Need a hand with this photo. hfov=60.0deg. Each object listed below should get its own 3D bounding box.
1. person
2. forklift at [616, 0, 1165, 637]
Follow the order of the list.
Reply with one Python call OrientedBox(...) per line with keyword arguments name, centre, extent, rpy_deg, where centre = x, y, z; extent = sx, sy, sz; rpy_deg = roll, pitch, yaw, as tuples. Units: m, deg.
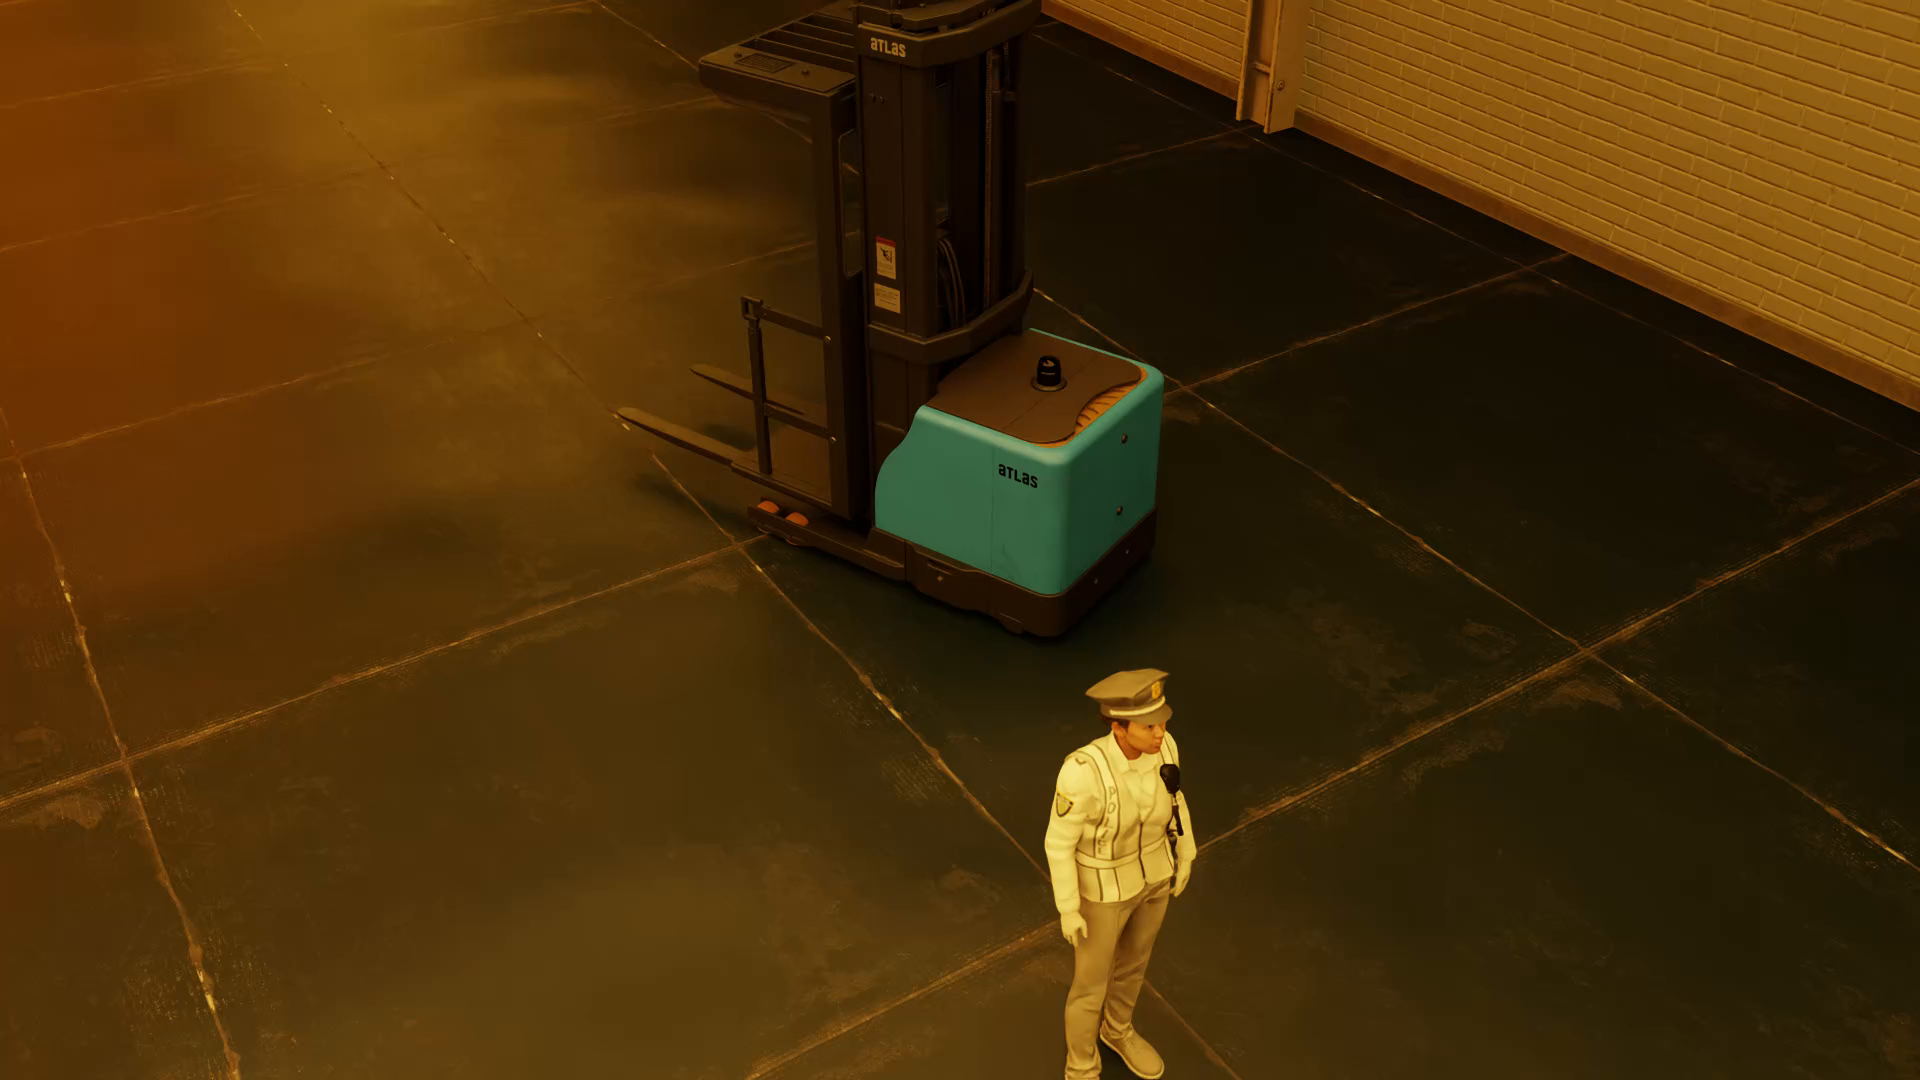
OrientedBox(name="person", centre=(0.579, 1.172, 5.550), extent=(0.575, 1.701, 0.518), rpy_deg=(-20, 40, -26))
OrientedBox(name="forklift", centre=(-0.500, -1.399, 8.138), extent=(3.031, 2.935, 1.130), rpy_deg=(22, 41, 28))
